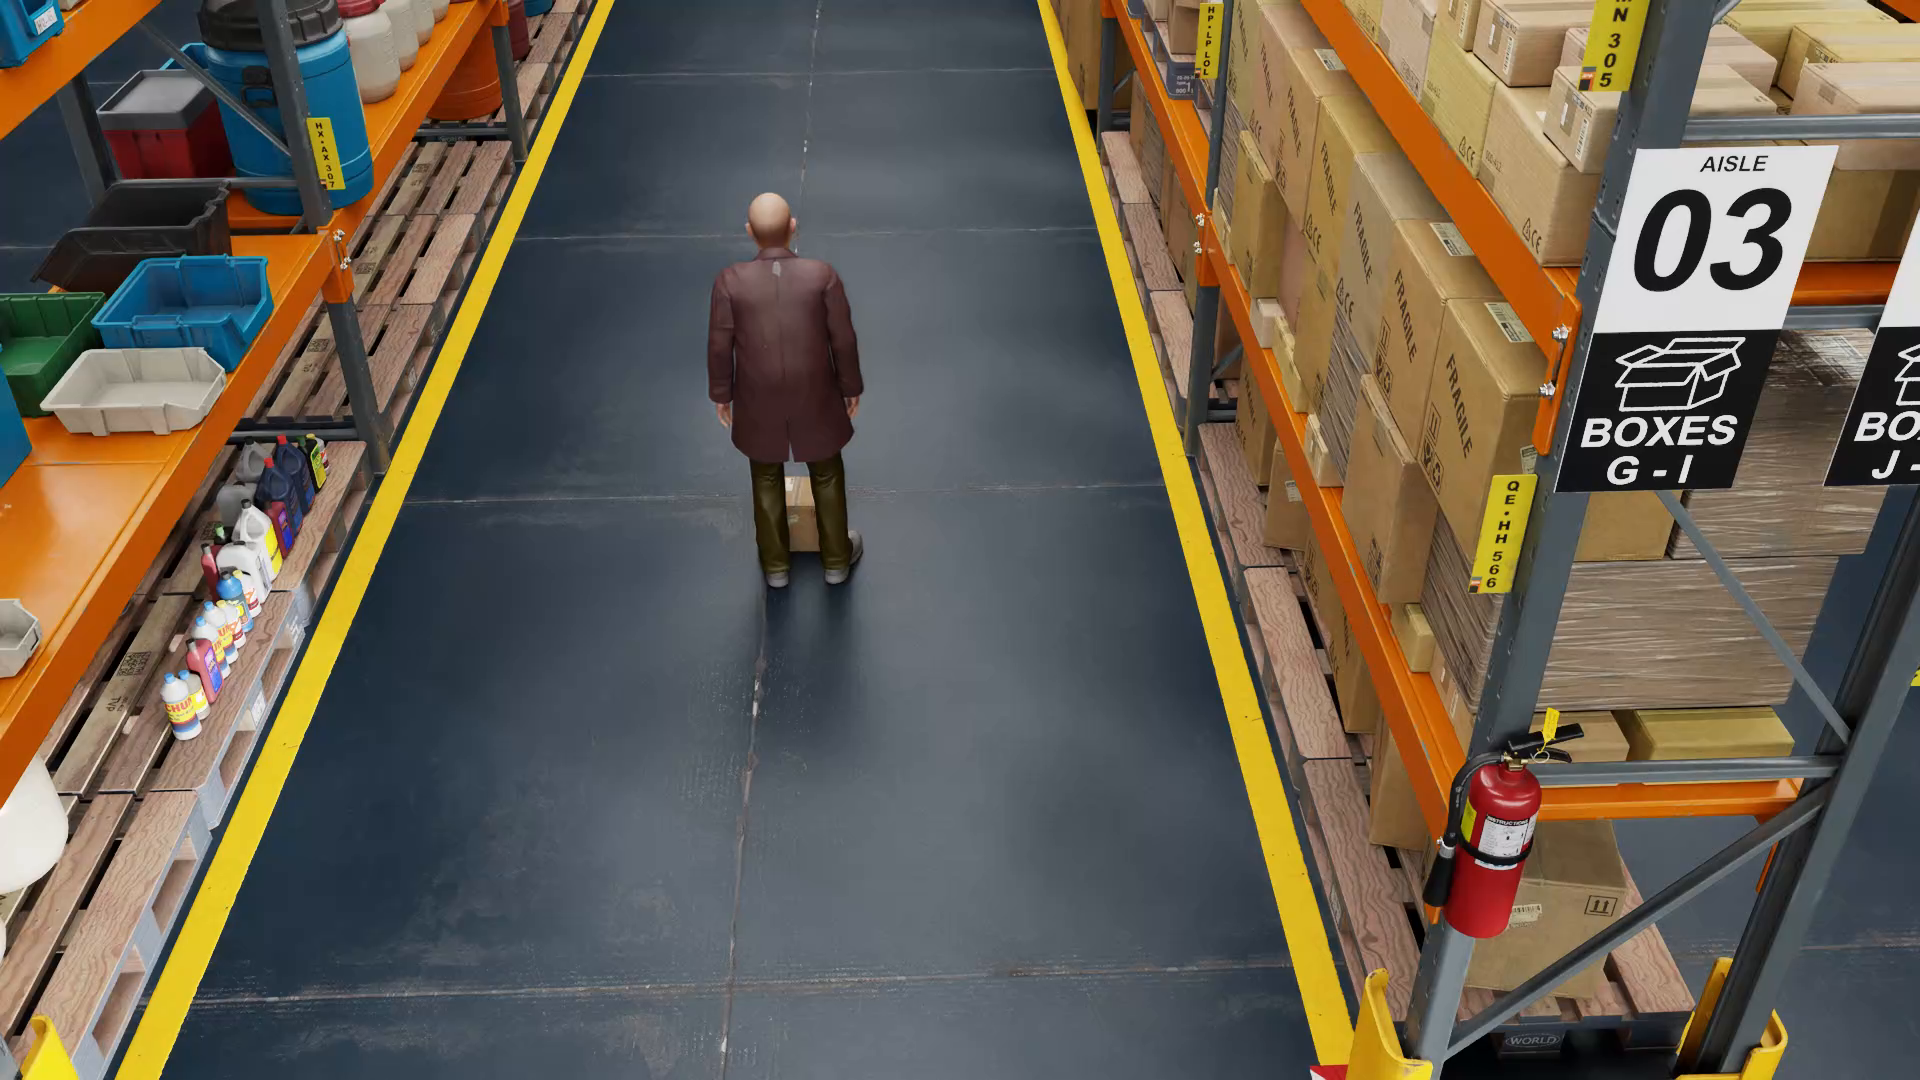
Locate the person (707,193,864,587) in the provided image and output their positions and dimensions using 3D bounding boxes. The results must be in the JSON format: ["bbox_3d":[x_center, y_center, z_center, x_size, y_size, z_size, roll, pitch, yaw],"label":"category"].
[{"bbox_3d":[-0.731,-0.604,7.028,0.654,1.774,0.415,-2,35,-3],"label":"person"}]
